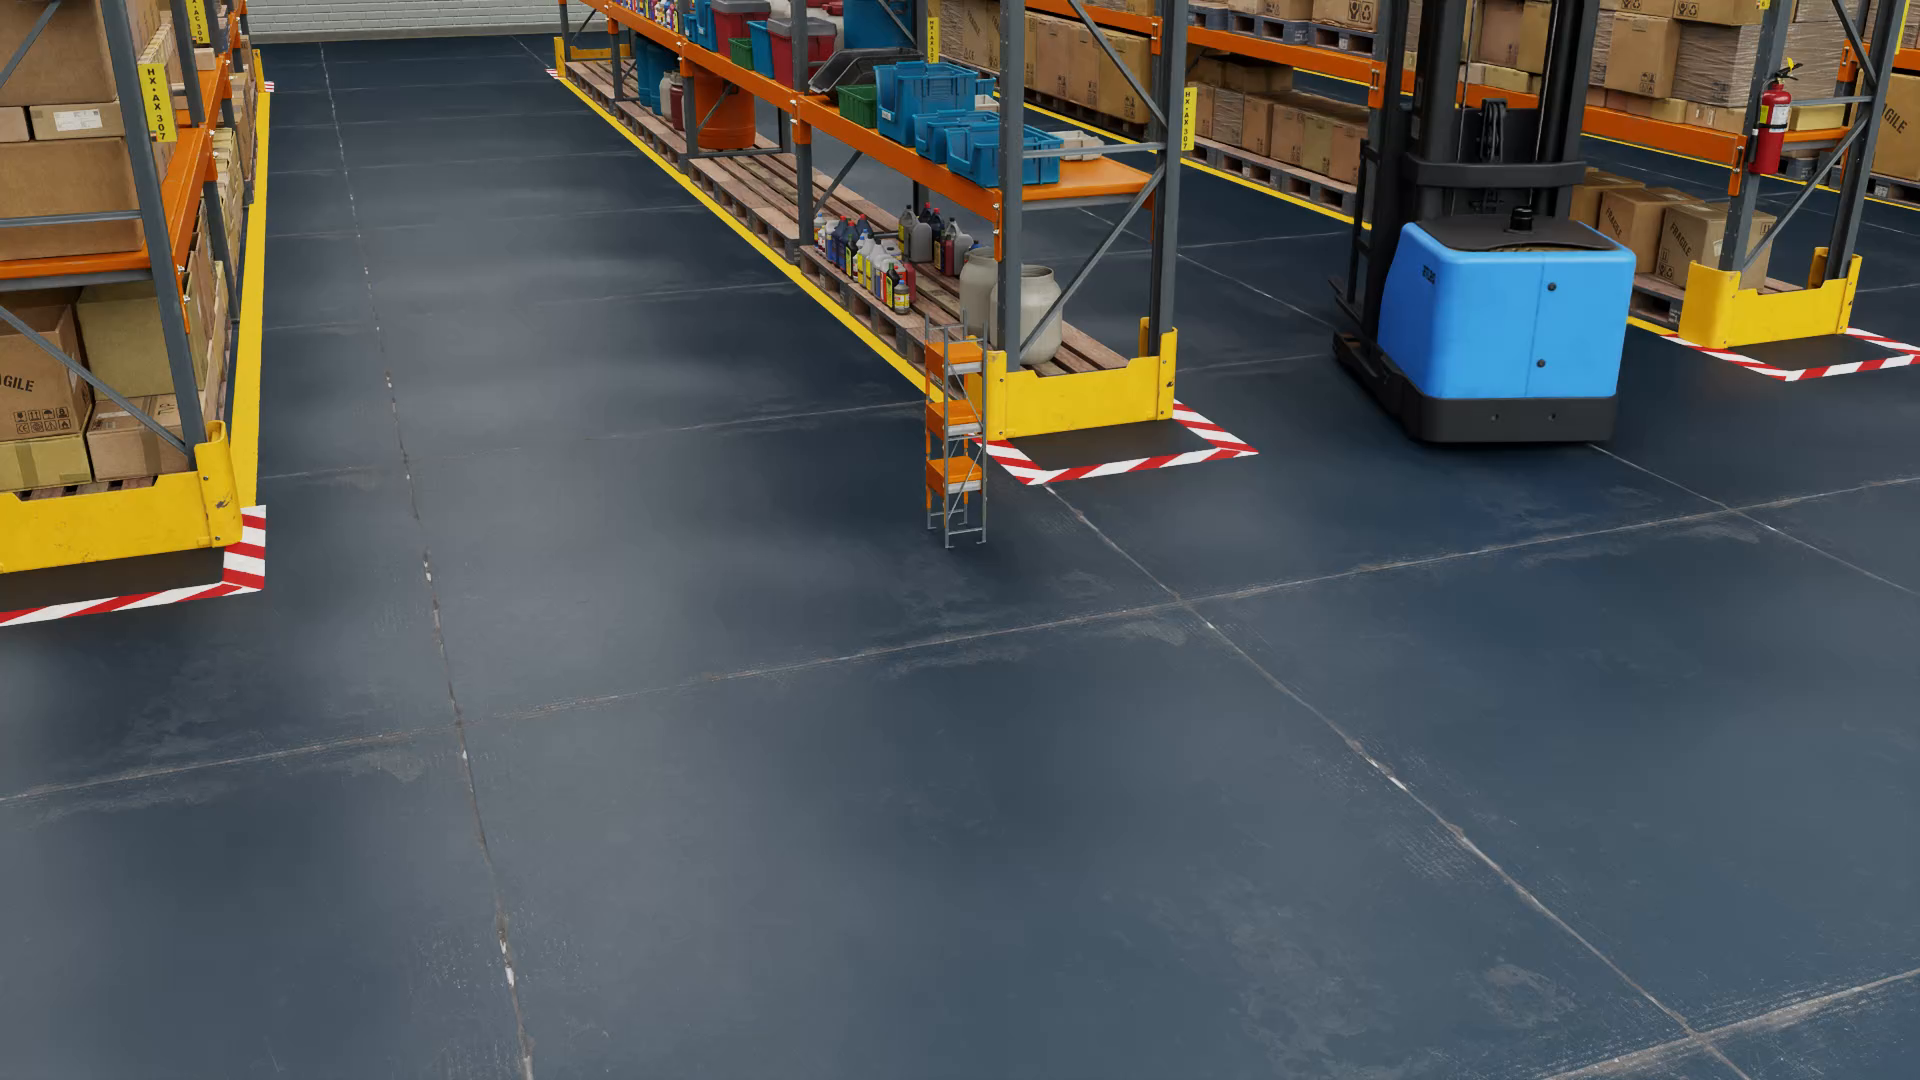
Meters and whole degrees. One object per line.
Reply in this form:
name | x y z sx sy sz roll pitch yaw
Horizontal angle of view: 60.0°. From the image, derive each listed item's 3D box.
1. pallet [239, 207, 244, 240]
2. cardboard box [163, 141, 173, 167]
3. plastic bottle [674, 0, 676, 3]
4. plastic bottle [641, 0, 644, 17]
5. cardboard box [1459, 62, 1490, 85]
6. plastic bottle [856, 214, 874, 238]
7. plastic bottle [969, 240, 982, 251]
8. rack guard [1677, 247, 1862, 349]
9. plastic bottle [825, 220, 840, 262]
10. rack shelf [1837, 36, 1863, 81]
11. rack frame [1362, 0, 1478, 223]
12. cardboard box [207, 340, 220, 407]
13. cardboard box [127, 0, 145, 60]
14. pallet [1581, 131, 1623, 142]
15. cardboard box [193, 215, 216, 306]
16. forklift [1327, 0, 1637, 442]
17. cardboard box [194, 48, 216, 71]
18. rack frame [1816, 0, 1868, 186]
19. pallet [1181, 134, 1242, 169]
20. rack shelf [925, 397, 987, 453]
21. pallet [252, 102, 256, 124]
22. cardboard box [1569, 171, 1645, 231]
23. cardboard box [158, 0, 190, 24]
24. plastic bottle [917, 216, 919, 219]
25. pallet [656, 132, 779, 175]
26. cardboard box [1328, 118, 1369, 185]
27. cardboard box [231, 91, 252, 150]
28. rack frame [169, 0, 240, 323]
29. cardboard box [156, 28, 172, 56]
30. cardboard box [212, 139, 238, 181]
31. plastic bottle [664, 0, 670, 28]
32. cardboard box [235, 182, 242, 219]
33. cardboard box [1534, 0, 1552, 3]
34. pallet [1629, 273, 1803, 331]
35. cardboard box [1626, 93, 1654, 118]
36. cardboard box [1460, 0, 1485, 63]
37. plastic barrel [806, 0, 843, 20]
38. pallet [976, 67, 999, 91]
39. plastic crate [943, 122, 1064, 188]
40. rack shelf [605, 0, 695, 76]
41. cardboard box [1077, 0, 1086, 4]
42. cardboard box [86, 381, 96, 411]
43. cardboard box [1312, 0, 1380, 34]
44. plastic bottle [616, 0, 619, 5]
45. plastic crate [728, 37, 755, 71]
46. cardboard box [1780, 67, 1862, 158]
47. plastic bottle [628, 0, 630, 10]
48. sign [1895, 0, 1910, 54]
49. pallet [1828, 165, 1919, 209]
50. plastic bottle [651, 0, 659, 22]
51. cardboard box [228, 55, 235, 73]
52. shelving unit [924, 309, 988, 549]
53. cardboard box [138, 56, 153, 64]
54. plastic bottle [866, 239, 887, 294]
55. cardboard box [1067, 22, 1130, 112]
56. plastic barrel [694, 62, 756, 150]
pallet | -6.519 -2.673 13.821 1.003 0.211 1.213 -8 24 -19
cardboard box | -4.832 -2.321 9.267 0.700 0.500 0.500 -8 24 -18
plastic bottle | -3.220 -6.180 18.807 0.097 0.201 0.097 0 23 0
plastic bottle | -3.285 -5.613 17.370 0.097 0.271 0.097 0 23 0
cardboard box | 4.041 -3.566 12.673 0.380 0.149 0.250 -8 24 -19
plastic bottle | -0.693 -2.139 11.808 0.144 0.351 0.185 -8 24 -19
plastic bottle | 0.111 -1.916 11.380 0.097 0.271 0.097 0 23 0
rack guard | 5.295 -1.590 10.878 1.175 0.500 0.348 -8 24 -19
plastic bottle | -0.883 -2.146 11.919 0.152 0.276 0.135 -7 24 -17
rack shelf | 7.878 -5.206 17.166 1.077 0.370 4.000 -8 24 -19
rack frame | 3.909 -4.167 13.775 1.000 3.000 0.127 -8 24 -19
cardboard box | -4.285 -0.871 8.953 0.500 0.250 0.500 -8 24 -19
cardboard box | -4.666 -2.746 8.604 0.700 0.500 0.500 -8 24 -19
pallet | 7.379 -4.683 18.588 1.003 0.211 1.213 -8 24 -19
cardboard box | -4.646 -1.578 9.667 0.500 0.500 0.500 -8 24 -19
forklift | 2.923 -2.391 9.650 1.130 2.935 3.031 -1 23 -1
cardboard box | -6.197 -3.858 13.365 0.380 0.149 0.250 -8 24 -19
rack frame | 8.585 -4.811 15.302 1.000 3.000 0.127 -8 24 -19
pallet | 2.770 -4.051 17.091 1.003 0.211 1.213 -8 24 -19
rack shelf | -0.019 -0.493 7.596 0.215 0.259 0.240 -8 24 -19
pallet | -8.428 -4.681 18.584 1.003 0.211 1.213 -8 24 -19
cardboard box | 4.670 -2.427 12.324 0.500 0.500 0.500 -6 24 -14
cardboard box | -7.101 -4.716 14.407 0.700 0.500 0.500 -18 29 -36
plastic bottle | -0.305 -2.312 12.409 0.097 0.201 0.097 0 23 0
pallet | -2.456 -3.937 16.819 1.003 0.211 1.213 -8 24 -19
cardboard box | 3.712 -3.444 14.711 0.700 0.500 0.500 -10 25 -23
cardboard box | -7.219 -4.080 16.219 0.500 0.500 0.500 -9 25 -21
rack frame | -5.360 -2.809 10.553 1.000 3.000 0.127 -8 24 -19
cardboard box | -4.978 -2.995 10.029 0.380 0.149 0.250 -9 24 -20
cardboard box | -6.168 -3.103 13.528 0.500 0.311 0.500 -9 24 -20
plastic bottle | -2.854 -5.169 16.318 0.097 0.271 0.097 0 23 0
cardboard box | -5.999 -2.662 13.202 0.500 0.250 0.500 -8 24 -18
cardboard box | 4.371 -4.069 11.744 0.500 0.500 0.500 -8 24 -19
pallet | 5.041 -1.756 11.646 1.003 0.211 1.213 -8 24 -19
cardboard box | 4.730 -2.941 11.189 0.380 0.149 0.250 -8 24 -19
cardboard box | 4.153 -3.992 12.847 0.875 0.500 0.500 -8 24 -19
plastic barrel | -1.117 -4.195 13.665 0.433 0.535 0.433 0 23 0
pallet | 0.887 -6.076 21.894 1.003 0.211 1.213 -8 24 -19
plastic crate | 0.231 -2.107 9.077 0.499 0.251 0.616 -8 24 -19
rack shelf | -2.845 -5.336 17.475 1.077 0.370 4.000 -8 24 -19
cardboard box | 1.553 -6.367 18.866 0.500 0.500 0.500 -8 24 -18
cardboard box | -4.601 -0.617 8.351 0.500 0.250 0.500 -8 24 -19
cardboard box | 3.759 -4.945 14.307 1.000 1.000 1.000 -8 24 -19
plastic bottle | -3.821 -6.149 18.627 0.061 0.283 0.133 -8 24 -19
plastic crate | -1.604 -3.984 13.613 0.450 0.188 0.662 -8 24 -19
cardboard box | 8.281 -4.181 16.164 1.050 0.750 0.750 -8 24 -19
plastic bottle | -3.565 -5.868 18.067 0.097 0.201 0.097 0 23 0
sign | 5.829 -3.187 10.335 0.100 0.325 0.005 -8 24 -19
pallet | 8.780 -3.239 15.163 1.003 0.211 1.213 -8 24 -19
plastic bottle | -3.084 -5.391 16.829 0.061 0.283 0.133 -8 24 -19
cardboard box | -8.855 -5.450 19.467 0.797 0.503 0.637 -8 24 -19
shelving unit | -0.019 -0.503 7.592 0.215 1.050 0.252 -8 24 -19
cardboard box | -4.427 -2.432 8.693 0.380 0.149 0.250 -8 24 -18
plastic bottle | -0.545 -1.829 11.071 0.144 0.351 0.185 -7 24 -17
cardboard box | 1.964 -5.414 18.927 1.225 0.875 0.875 -8 24 -19
plastic barrel | -2.327 -4.310 16.367 0.600 0.830 0.708 -8 24 -19
